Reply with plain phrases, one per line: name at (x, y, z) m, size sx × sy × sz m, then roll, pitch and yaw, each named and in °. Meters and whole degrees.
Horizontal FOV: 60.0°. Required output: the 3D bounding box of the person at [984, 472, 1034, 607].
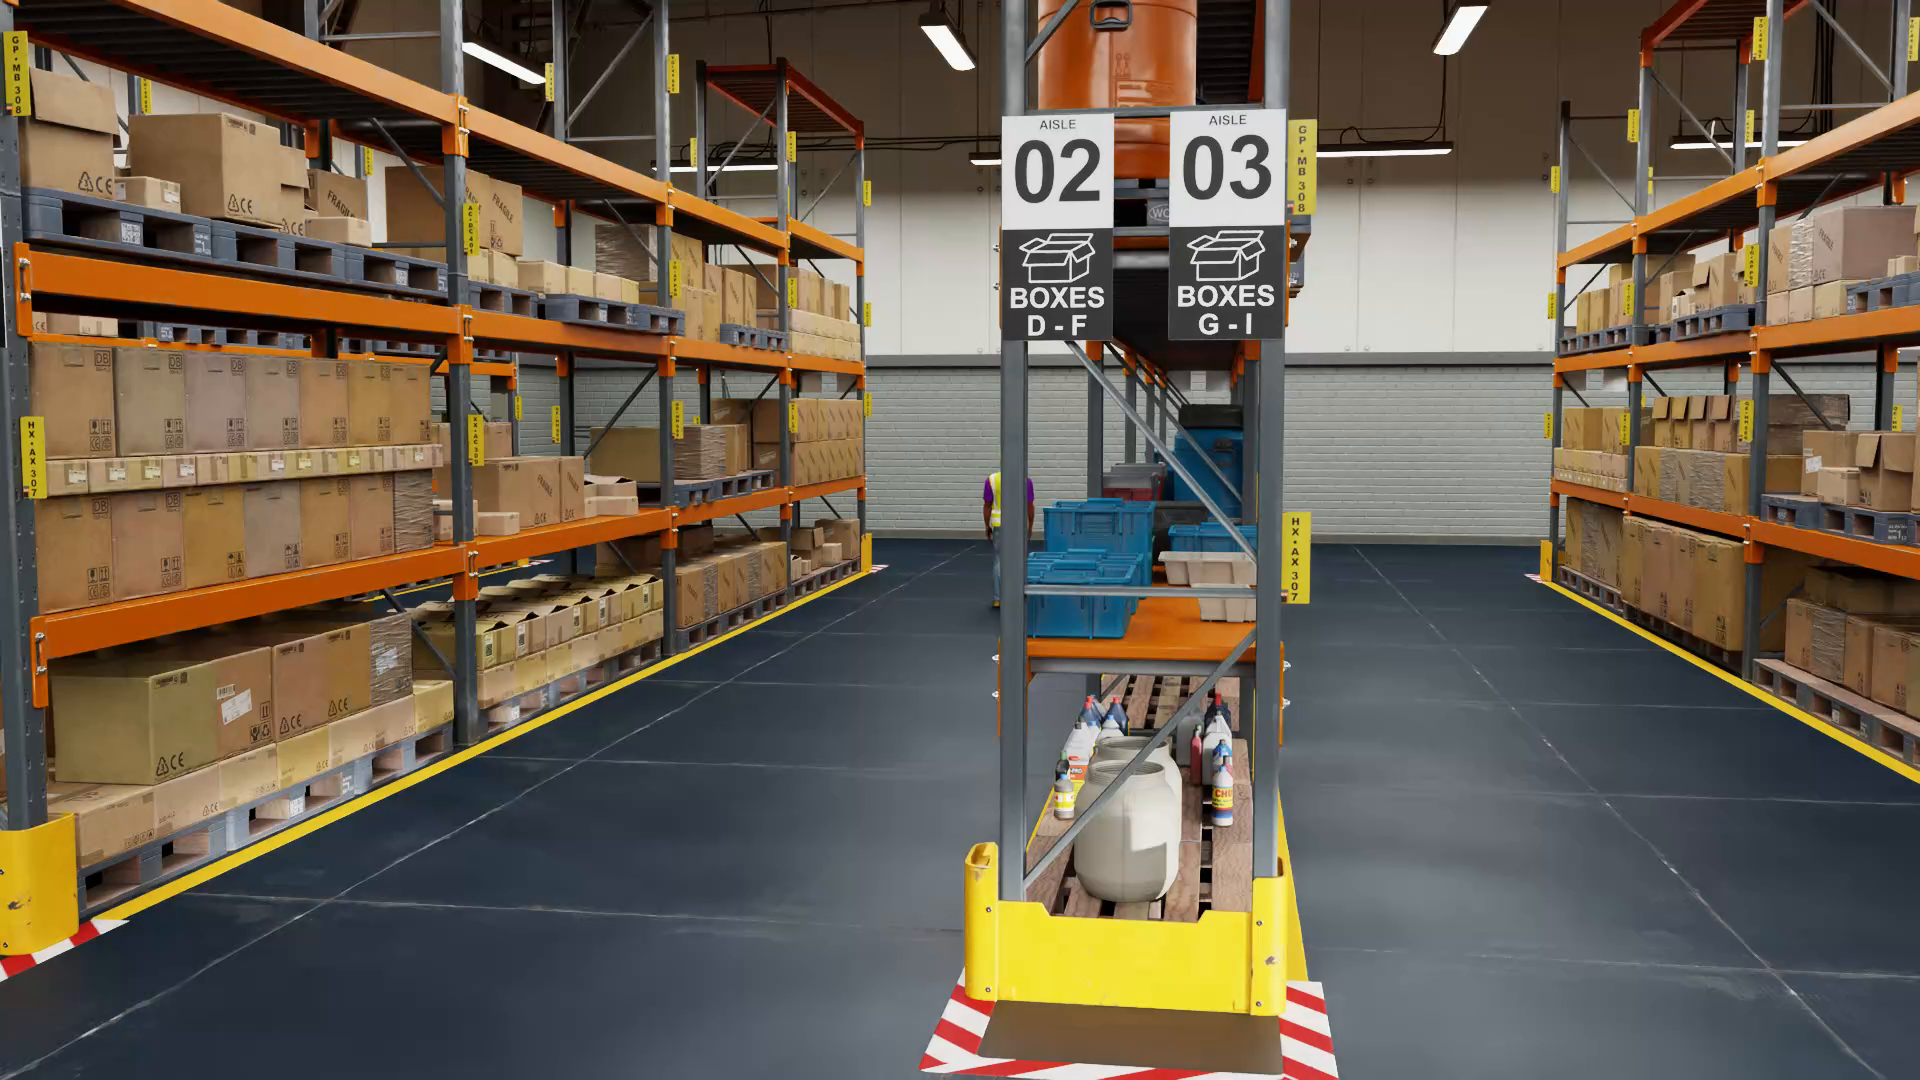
person at (12.260, -3.851, 19.551) m, size 23.125 × 9.031 × 7.372 m, roll 1°, pitch 5°, yaw 10°
